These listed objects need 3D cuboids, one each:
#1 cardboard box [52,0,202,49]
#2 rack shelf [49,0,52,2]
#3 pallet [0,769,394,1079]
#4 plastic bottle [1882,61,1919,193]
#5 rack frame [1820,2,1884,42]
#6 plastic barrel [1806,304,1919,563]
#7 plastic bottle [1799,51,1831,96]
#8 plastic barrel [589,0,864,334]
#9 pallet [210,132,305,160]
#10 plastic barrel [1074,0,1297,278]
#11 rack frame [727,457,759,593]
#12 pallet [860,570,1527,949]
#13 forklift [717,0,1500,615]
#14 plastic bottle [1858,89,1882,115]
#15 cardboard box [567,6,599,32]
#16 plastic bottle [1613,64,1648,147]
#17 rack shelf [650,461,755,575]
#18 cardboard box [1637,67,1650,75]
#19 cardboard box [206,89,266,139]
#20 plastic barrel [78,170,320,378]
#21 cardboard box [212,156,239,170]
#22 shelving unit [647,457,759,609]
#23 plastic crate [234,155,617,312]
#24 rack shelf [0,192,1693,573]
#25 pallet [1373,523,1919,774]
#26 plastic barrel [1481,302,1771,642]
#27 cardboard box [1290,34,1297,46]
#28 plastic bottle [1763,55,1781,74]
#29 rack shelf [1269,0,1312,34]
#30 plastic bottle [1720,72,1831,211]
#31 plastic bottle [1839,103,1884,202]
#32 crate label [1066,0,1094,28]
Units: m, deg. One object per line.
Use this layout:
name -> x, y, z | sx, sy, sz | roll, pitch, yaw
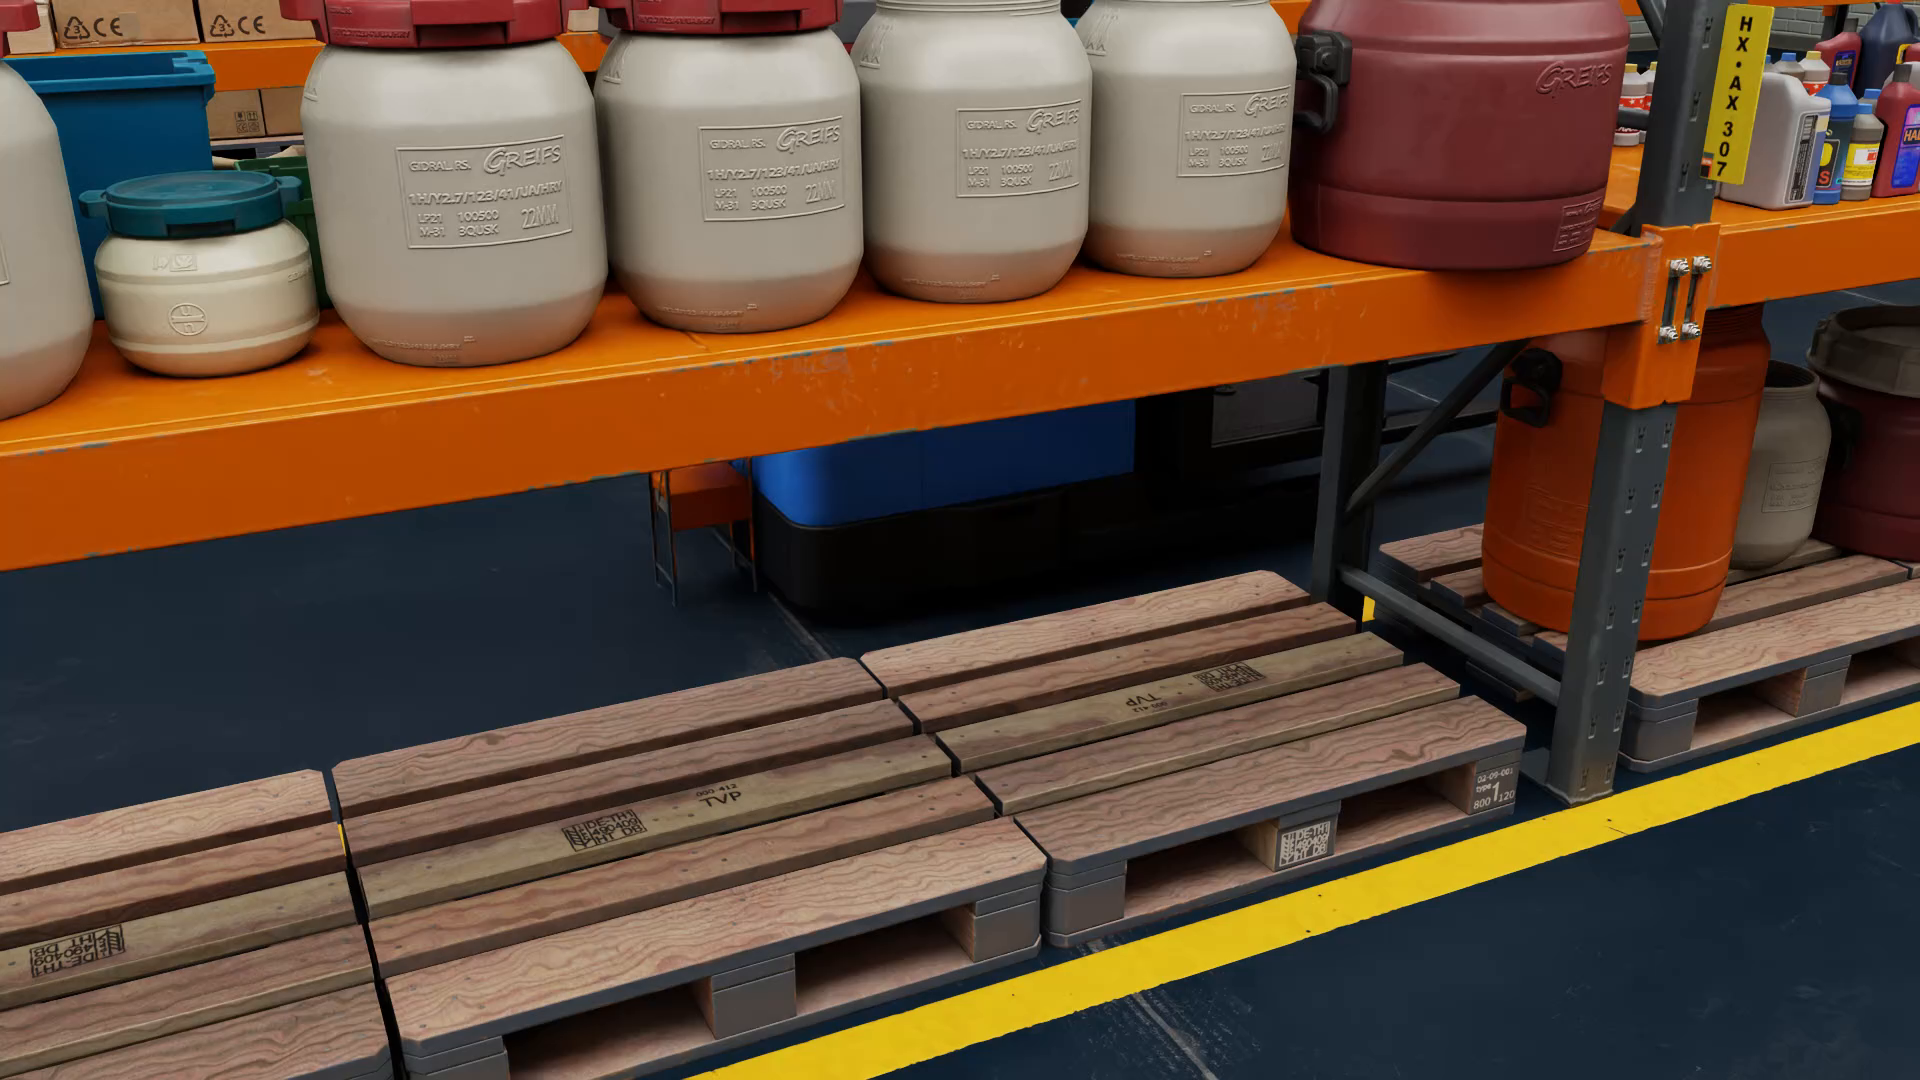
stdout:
cardboard box -> -3.348, -2.258, 6.651 | 0.500, 0.500, 0.500 | -9, 24, -20
rack shelf -> -4.871, -3.708, 11.227 | 4.000, 0.370, 1.077 | -10, 25, -24
pallet -> -1.686, 0.850, 2.920 | 1.213, 0.211, 1.003 | -10, 25, -24
plastic bottle -> 2.175, -0.938, 3.756 | 0.135, 0.276, 0.152 | -10, 25, -24
rack frame -> 6.291, -3.993, 10.974 | 0.127, 3.000, 1.000 | -10, 25, -24
plastic barrel -> 2.679, -0.312, 4.686 | 0.708, 0.588, 0.600 | -10, 25, -24
plastic bottle -> 2.341, -1.245, 4.595 | 0.097, 0.201, 0.097 | 0, 22, 0
plastic barrel -> -0.369, -0.634, 2.682 | 0.433, 0.535, 0.433 | 0, 22, 0
pallet -> -4.872, -2.754, 11.627 | 1.213, 0.211, 1.003 | -10, 25, -24
plastic barrel -> 0.393, -0.766, 3.031 | 0.421, 0.512, 0.421 | 0, 22, 0
rack frame -> -0.638, -0.363, 4.755 | 0.008, 1.050, 0.200 | -11, 25, -24
pallet -> 0.513, 0.445, 3.898 | 1.213, 0.211, 1.003 | -10, 25, -24
forklift -> 0.692, -1.520, 5.089 | 3.031, 2.935, 1.130 | -11, 25, -24
plastic bottle -> 2.104, -0.943, 3.867 | 0.097, 0.201, 0.097 | 0, 22, 0
cardboard box -> -1.608, -2.305, 7.226 | 0.250, 0.149, 0.380 | -10, 25, -24
plastic bottle -> 1.727, -1.132, 4.322 | 0.097, 0.201, 0.097 | 0, 22, 0
rack shelf -> -0.747, -0.076, 4.815 | 0.240, 0.259, 0.215 | -11, 25, -24
cardboard box -> 4.377, -2.693, 10.522 | 0.637, 0.503, 0.797 | -10, 25, -24
cardboard box -> -5.096, -3.059, 11.410 | 0.500, 0.500, 0.700 | -10, 25, -23
plastic barrel -> -1.118, -0.397, 2.469 | 0.301, 0.262, 0.301 | 0, 22, 0
cardboard box -> -3.364, -1.521, 7.316 | 0.500, 0.311, 0.500 | -11, 25, -24
shelving unit -> -0.747, -0.342, 4.704 | 0.252, 1.050, 0.215 | -11, 25, -24
plastic crate -> -0.930, -0.583, 3.013 | 0.662, 0.188, 0.450 | -10, 25, -24
rack shelf -> -0.575, -0.294, 2.979 | 4.000, 0.370, 1.077 | -10, 25, -24
pallet -> 1.920, 0.185, 4.527 | 1.213, 0.211, 1.003 | -10, 25, -24
plastic barrel -> 1.661, -0.236, 4.188 | 0.708, 0.830, 0.600 | -10, 25, -24
cardboard box -> 2.648, -4.421, 14.728 | 0.500, 0.500, 0.700 | -11, 25, -25
plastic bottle -> 2.165, -1.212, 4.517 | 0.097, 0.201, 0.097 | 0, 22, 0
rack shelf -> 0.885, -2.665, 8.707 | 4.000, 0.370, 1.077 | -10, 25, -24
plastic bottle -> 1.758, -0.861, 3.571 | 0.135, 0.276, 0.152 | -10, 25, -24
plastic bottle -> 1.962, -0.853, 3.648 | 0.097, 0.201, 0.097 | 0, 22, 0
crate label -> 0.215, -0.903, 3.463 | 0.616, 0.435, 0.502 | -10, 25, -24
